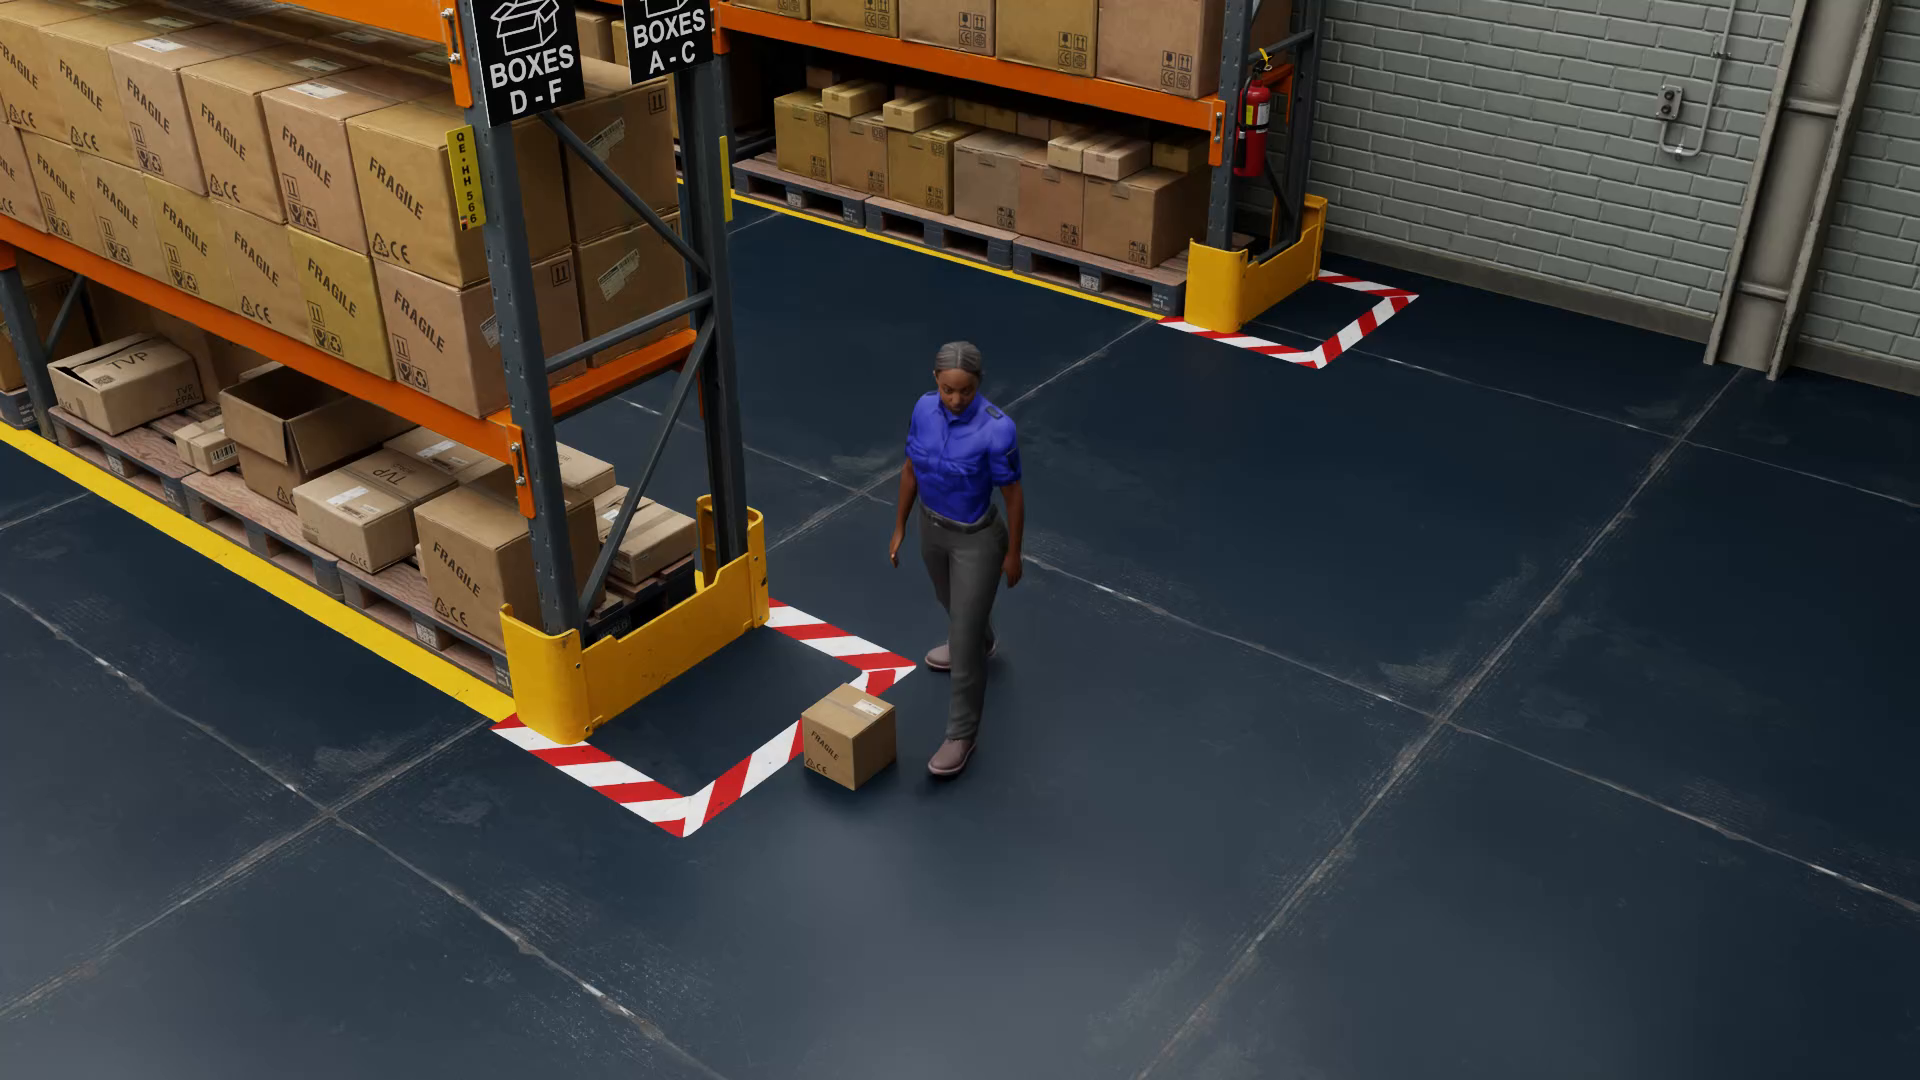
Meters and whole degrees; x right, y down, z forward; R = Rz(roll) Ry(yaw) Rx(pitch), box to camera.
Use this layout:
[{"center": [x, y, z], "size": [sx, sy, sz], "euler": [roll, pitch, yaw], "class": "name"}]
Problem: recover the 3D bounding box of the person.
[{"center": [-0.030, -0.025, 6.192], "size": [0.590, 1.633, 0.770], "euler": [24, 39, 34], "class": "person"}]
